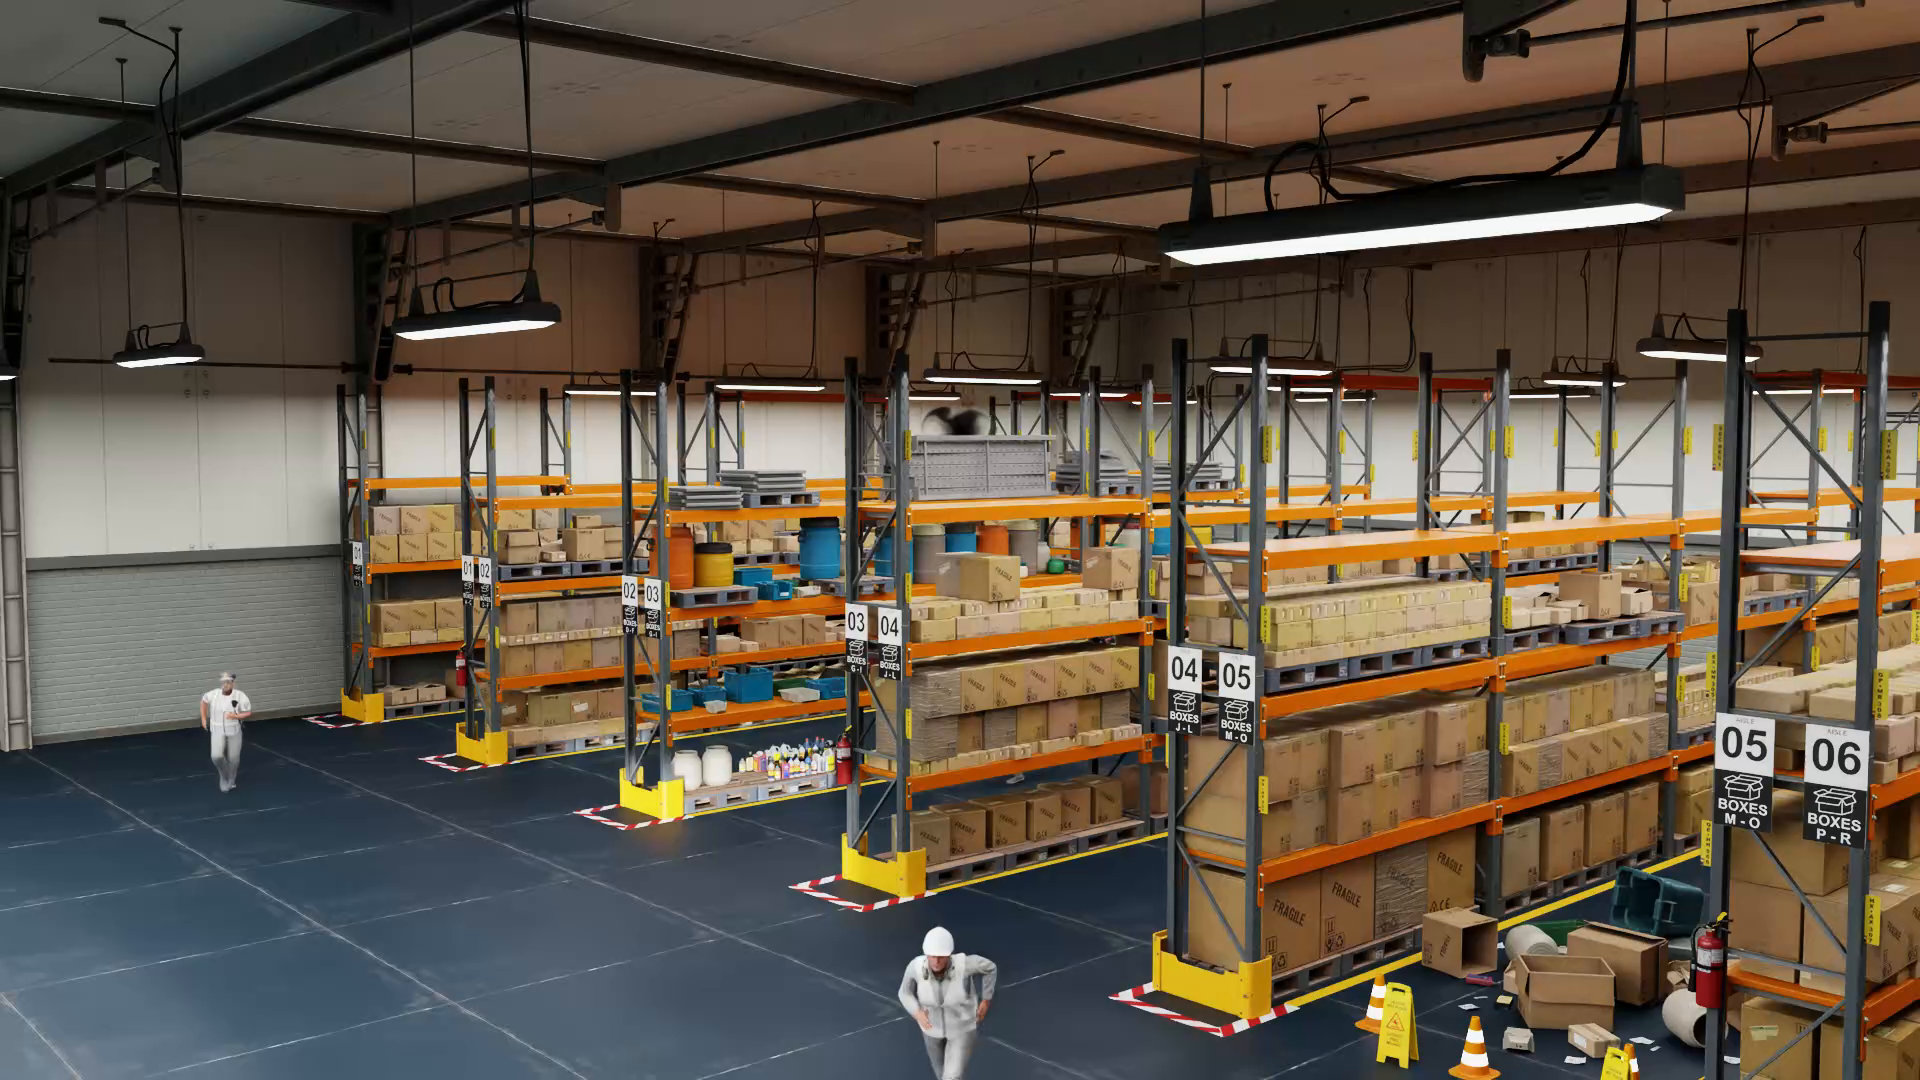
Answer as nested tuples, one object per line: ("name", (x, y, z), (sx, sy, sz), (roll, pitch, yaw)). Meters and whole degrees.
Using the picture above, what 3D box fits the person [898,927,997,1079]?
("person", (-0.077, 3.559, 12.028), (0.702, 1.731, 1.040), (1, 4, 8))

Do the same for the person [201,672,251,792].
("person", (-10.432, 2.729, 23.622), (0.699, 1.727, 0.791), (-1, 4, -15))

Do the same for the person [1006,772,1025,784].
("person", (0.681, 2.840, 24.209), (0.752, 1.491, 0.639), (-3, 5, -41))

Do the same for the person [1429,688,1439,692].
("person", (6.785, 2.857, 23.435), (0.950, 1.586, 0.536), (-3, 5, -42))
